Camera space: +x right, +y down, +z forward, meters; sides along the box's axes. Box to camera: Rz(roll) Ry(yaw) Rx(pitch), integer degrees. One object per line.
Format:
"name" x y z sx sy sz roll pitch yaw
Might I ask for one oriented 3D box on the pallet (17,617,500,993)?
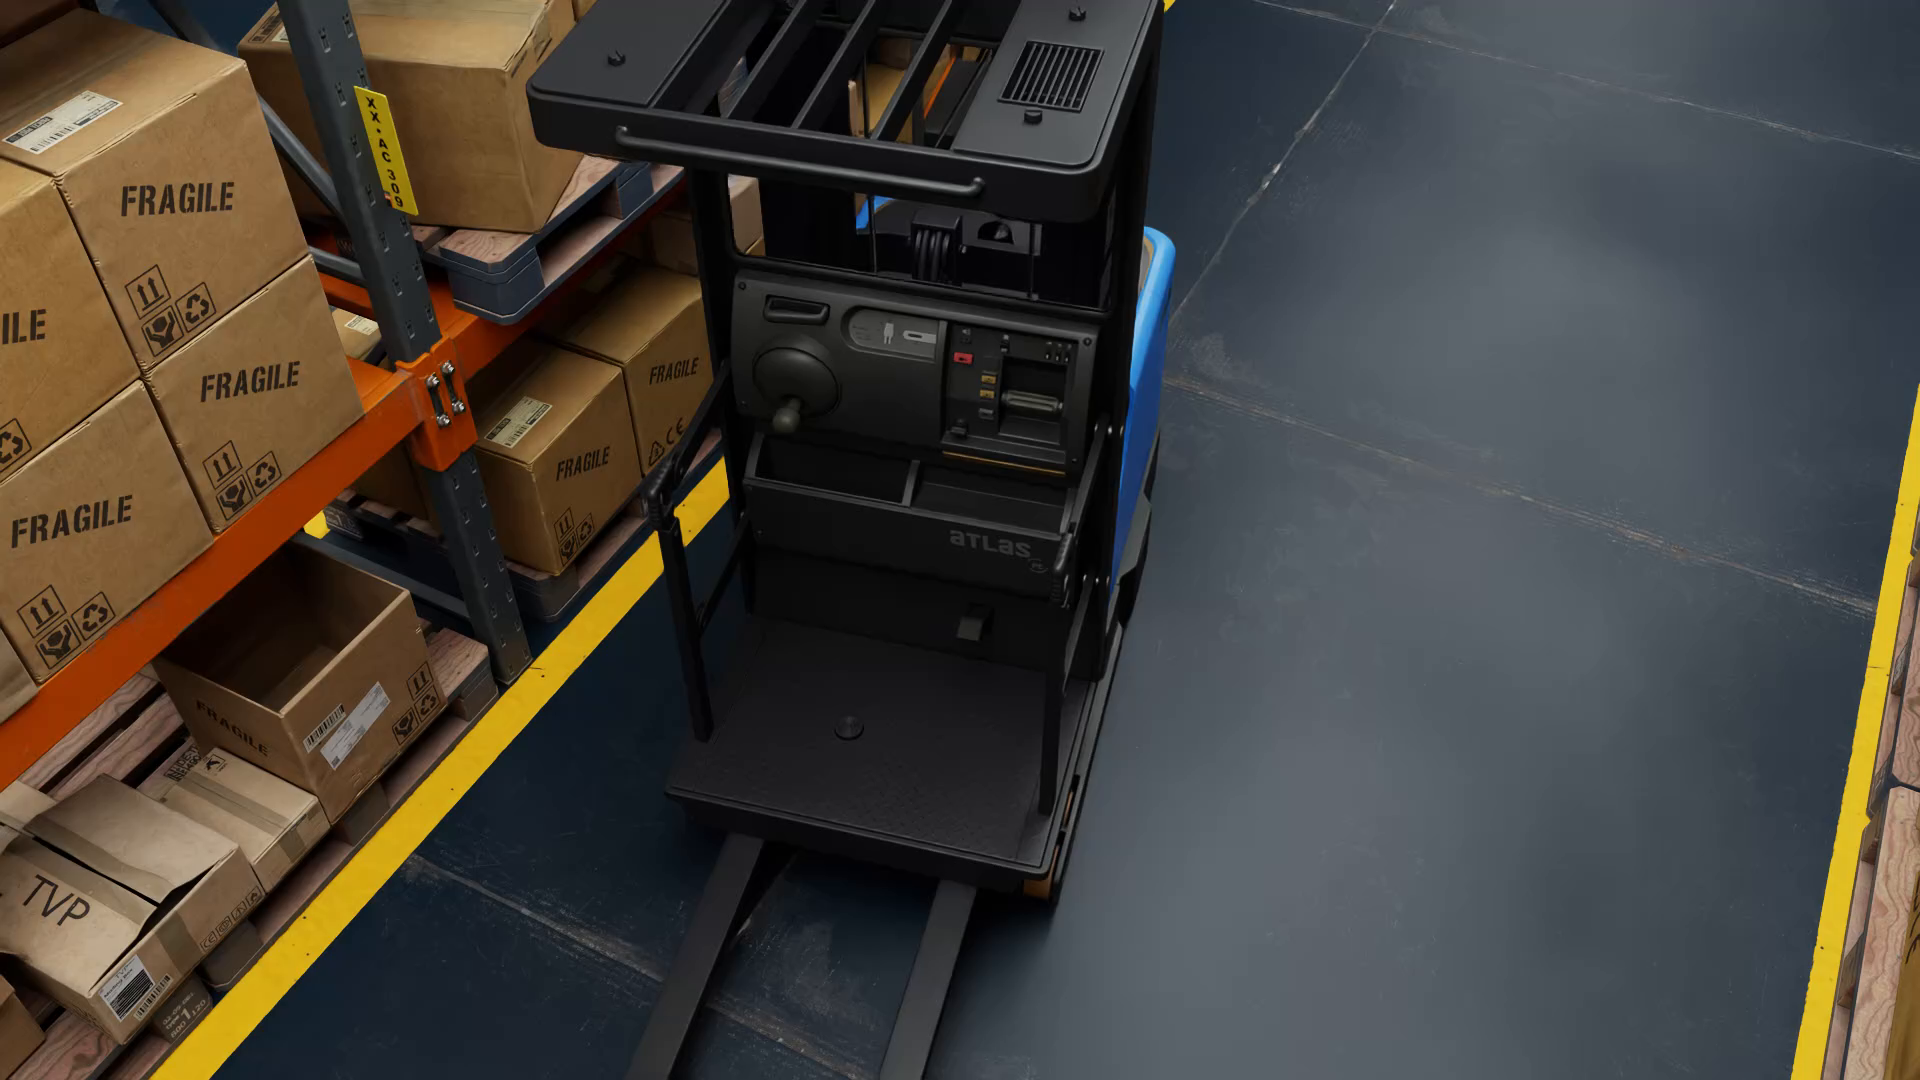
"pallet" -2.164 0.624 4.985 1.003 0.211 1.213 20 49 19

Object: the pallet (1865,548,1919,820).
"pallet" 3.401 0.542 5.066 1.003 0.211 1.213 20 49 19

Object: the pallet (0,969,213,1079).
"pallet" -2.730 1.395 4.223 1.003 0.211 1.213 20 49 19

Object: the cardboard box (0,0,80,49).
"cardboard box" -2.313 -0.972 3.828 0.500 0.500 0.500 22 49 20

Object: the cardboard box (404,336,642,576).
"cardboard box" -1.404 -0.289 5.375 0.500 0.500 0.500 18 48 17

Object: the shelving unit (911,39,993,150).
"shelving unit" 0.109 -1.284 5.543 0.431 2.100 0.503 10 46 10

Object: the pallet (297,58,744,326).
"pallet" -1.377 -1.189 4.951 1.003 0.211 1.213 20 49 19

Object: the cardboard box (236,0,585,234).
"cardboard box" -1.427 -1.196 4.458 0.700 0.500 0.500 6 46 6

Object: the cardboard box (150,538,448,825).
"cardboard box" -1.858 0.388 4.706 0.500 0.500 0.500 20 49 19

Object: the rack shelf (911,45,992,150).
"rack shelf" 0.109 -1.274 5.552 0.431 0.518 0.480 10 46 10

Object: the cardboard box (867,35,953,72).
"cardboard box" -0.237 -2.145 6.682 0.500 0.250 0.500 22 49 21

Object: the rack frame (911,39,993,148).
"rack frame" 0.047 -1.116 5.377 0.400 2.100 0.015 10 46 10

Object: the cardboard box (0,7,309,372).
"cardboard box" -1.850 -0.772 3.630 0.500 0.500 0.500 21 49 19

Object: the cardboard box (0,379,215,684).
"cardboard box" -2.088 -0.099 3.669 0.500 0.500 0.500 22 49 20

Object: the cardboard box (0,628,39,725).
"cardboard box" -2.324 0.225 3.348 0.500 0.500 0.500 22 49 20

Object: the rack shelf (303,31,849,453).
"rack shelf" -0.916 -1.796 5.922 1.077 0.370 4.000 20 49 19

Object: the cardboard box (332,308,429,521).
"cardboard box" -1.870 -0.470 5.554 0.500 0.500 0.500 20 49 19

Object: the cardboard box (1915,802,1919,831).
"cardboard box" 3.141 0.439 4.423 0.750 0.750 0.750 22 49 20

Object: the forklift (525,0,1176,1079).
"forklift" -0.177 -0.321 4.006 1.130 2.935 3.031 10 46 10

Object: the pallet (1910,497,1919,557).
"pallet" 3.969 -0.224 5.823 1.003 0.211 1.213 20 49 19

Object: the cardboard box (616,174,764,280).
"cardboard box" -0.940 -1.183 5.731 0.500 0.250 0.500 21 49 19

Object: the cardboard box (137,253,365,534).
"cardboard box" -1.850 -0.424 3.990 0.500 0.500 0.500 21 49 20

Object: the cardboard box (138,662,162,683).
"cardboard box" -2.231 0.195 5.030 0.500 0.311 0.500 20 49 19

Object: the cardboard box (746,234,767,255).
"cardboard box" -0.928 -0.941 6.019 0.500 0.500 0.500 21 49 20

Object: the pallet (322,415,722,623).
"pallet" -1.501 -0.334 5.931 1.003 0.211 1.213 20 49 19

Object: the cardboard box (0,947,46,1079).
"cardboard box" -2.712 1.119 3.981 0.797 0.503 0.637 20 49 19

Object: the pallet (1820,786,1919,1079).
"pallet" 2.836 1.313 4.303 1.003 0.211 1.213 20 49 19

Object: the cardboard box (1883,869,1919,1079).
"cardboard box" 2.731 1.000 3.869 0.750 0.750 0.750 21 49 19

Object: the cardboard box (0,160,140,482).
"cardboard box" -2.086 -0.448 3.310 0.500 0.500 0.500 20 49 18

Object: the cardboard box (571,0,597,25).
"cardboard box" -1.164 -1.650 4.907 0.700 0.500 0.500 28 52 25

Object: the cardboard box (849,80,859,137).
"cardboard box" -0.708 -1.499 6.043 0.500 0.250 0.500 20 49 18

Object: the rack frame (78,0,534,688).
"rack frame" -1.845 -0.789 4.421 1.000 3.000 0.127 20 49 19

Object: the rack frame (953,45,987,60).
"rack frame" 0.170 -1.452 5.709 0.400 2.100 0.015 10 46 10

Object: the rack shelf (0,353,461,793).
"rack shelf" -2.773 0.724 3.431 1.077 0.370 4.000 20 49 19

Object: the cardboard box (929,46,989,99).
"cardboard box" -0.214 -1.918 6.985 0.500 0.500 0.500 22 49 21

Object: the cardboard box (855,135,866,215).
"cardboard box" -0.693 -1.260 6.334 0.500 0.500 0.500 19 48 18

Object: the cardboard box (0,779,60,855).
"cardboard box" -2.624 0.794 4.539 0.380 0.166 0.250 20 49 19

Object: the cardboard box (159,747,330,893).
"cardboard box" -1.979 0.767 4.578 0.380 0.149 0.250 20 49 19

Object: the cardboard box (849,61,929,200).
"cardboard box" -0.455 -1.592 6.663 0.500 0.500 0.500 19 48 18

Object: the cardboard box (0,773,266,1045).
"cardboard box" -2.206 0.927 4.306 0.500 0.311 0.500 20 49 19

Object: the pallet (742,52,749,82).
"pallet" -0.887 -2.015 5.767 1.003 0.211 1.213 20 49 19

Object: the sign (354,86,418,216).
"sign" -1.361 -0.919 3.941 0.100 0.325 0.005 20 49 19

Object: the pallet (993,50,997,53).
"pallet" 0.429 -2.834 8.403 1.003 0.211 1.213 20 49 19

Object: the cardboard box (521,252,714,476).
"cardboard box" -1.167 -0.629 5.711 0.500 0.500 0.500 21 49 20
